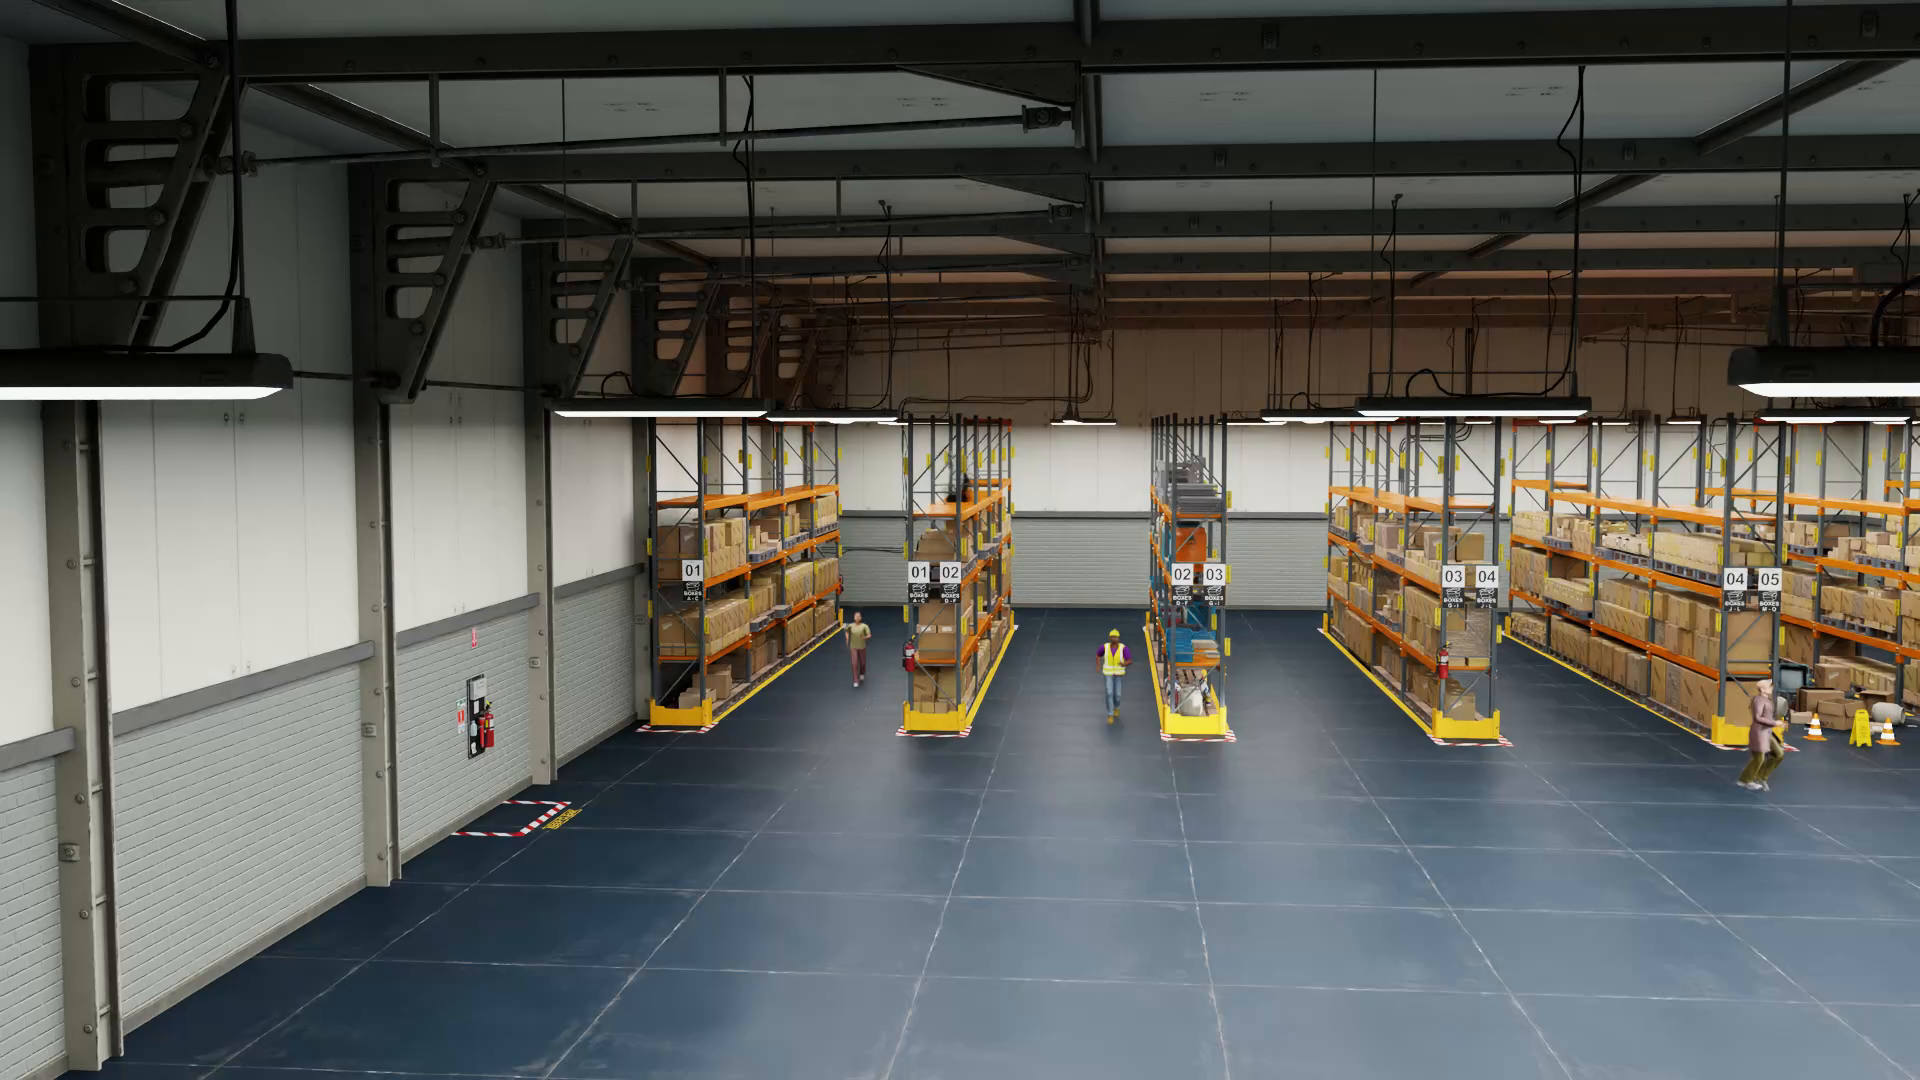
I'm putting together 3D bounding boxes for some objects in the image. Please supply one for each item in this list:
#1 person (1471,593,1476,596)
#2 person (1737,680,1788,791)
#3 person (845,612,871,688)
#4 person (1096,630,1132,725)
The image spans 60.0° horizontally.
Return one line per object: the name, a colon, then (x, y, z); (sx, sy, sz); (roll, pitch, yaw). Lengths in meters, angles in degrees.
person: (14.663, 1.725, 47.368); (0.777, 1.637, 0.688); (0, 4, 1)
person: (12.648, 3.089, 26.163); (0.750, 1.786, 0.701); (3, 5, 41)
person: (-2.266, 2.405, 36.888); (0.586, 1.645, 0.914); (0, 4, 0)
person: (3.007, 2.645, 32.475); (0.698, 1.792, 0.863); (0, 4, 3)
